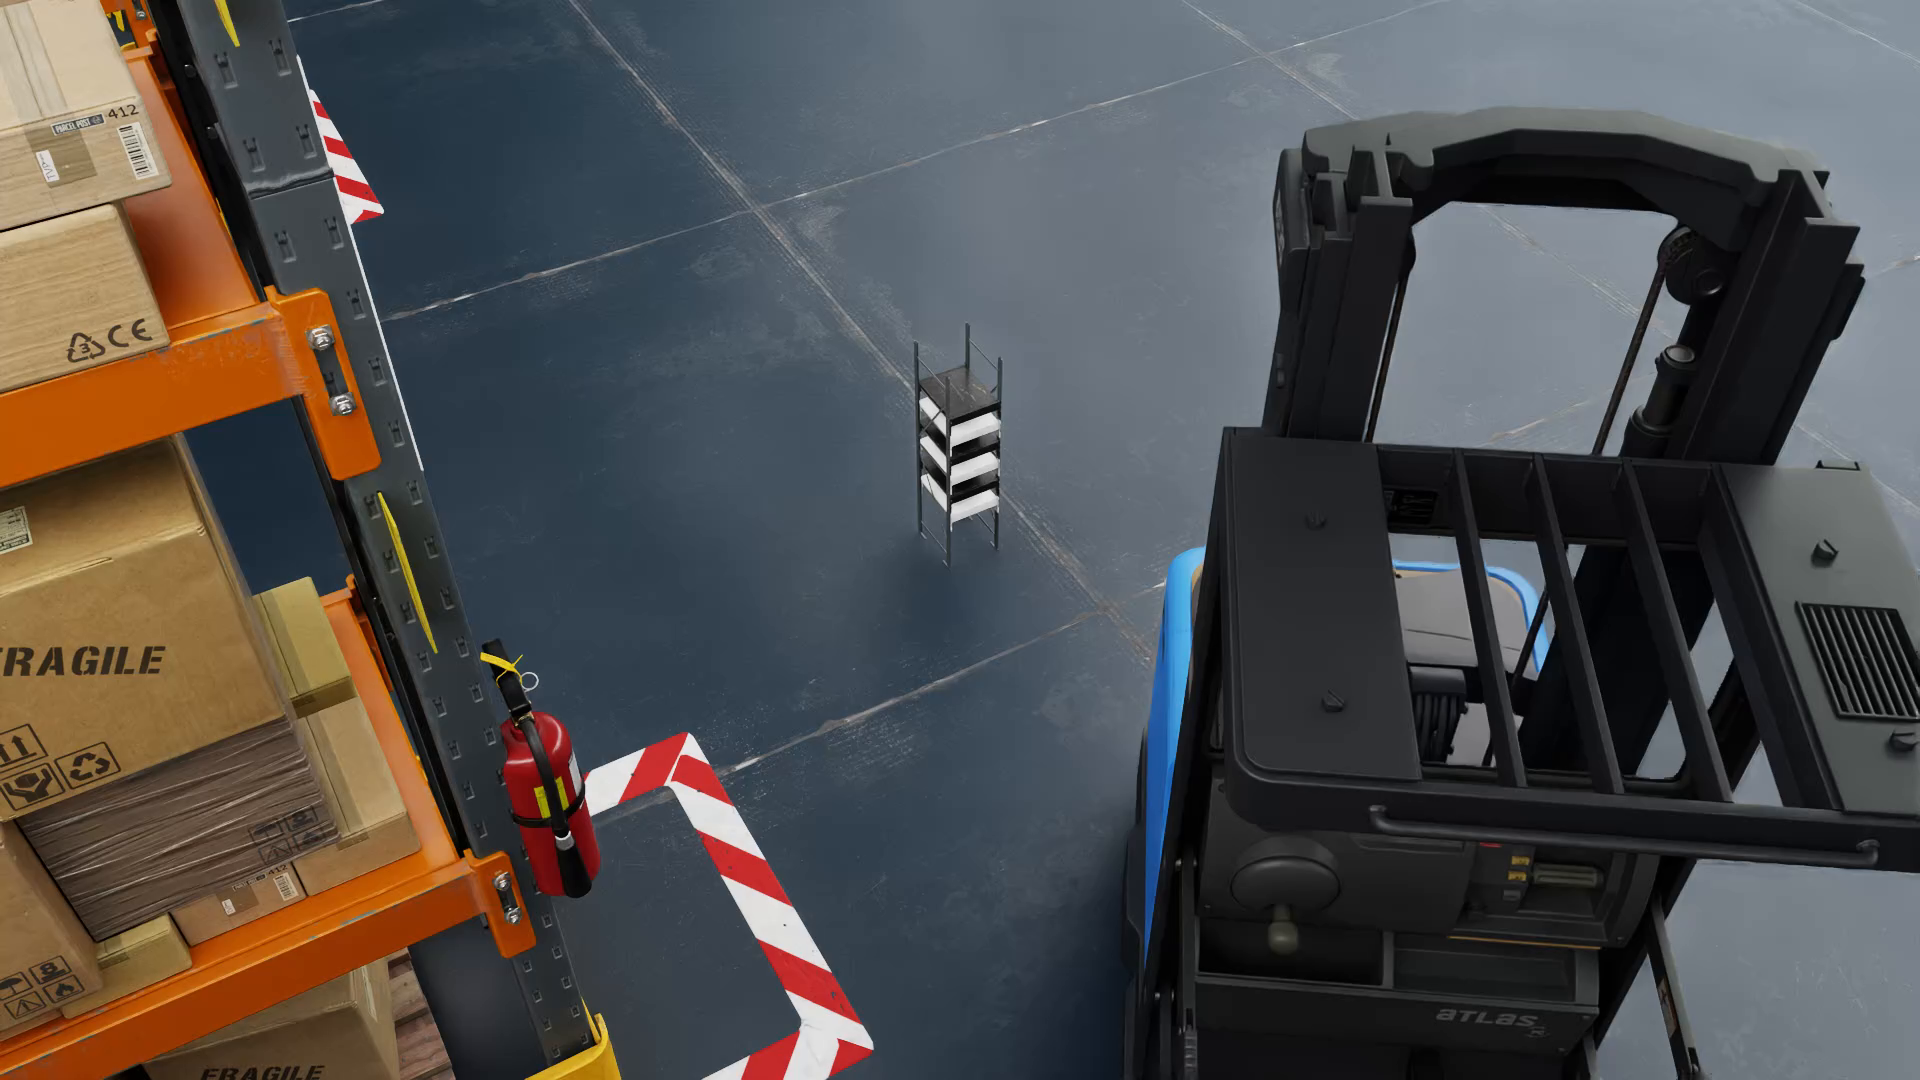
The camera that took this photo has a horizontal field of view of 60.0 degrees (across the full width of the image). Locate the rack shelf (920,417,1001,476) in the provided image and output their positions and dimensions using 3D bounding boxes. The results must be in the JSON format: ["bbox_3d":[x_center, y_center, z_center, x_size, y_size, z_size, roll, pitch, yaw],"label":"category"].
[{"bbox_3d":[-0.007,-0.361,5.894,0.200,0.077,0.258,-22,48,-21],"label":"rack shelf"}]

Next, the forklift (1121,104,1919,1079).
[{"bbox_3d":[0.968,0.784,3.338,1.130,2.935,3.031,4,44,4],"label":"forklift"}]

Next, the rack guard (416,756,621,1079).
[{"bbox_3d":[-1.311,1.173,4.682,0.348,0.500,1.175,-22,48,-21],"label":"rack guard"}]

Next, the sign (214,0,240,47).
[{"bbox_3d":[-0.986,-0.802,2.133,0.005,0.325,0.100,-22,48,-21],"label":"sign"}]

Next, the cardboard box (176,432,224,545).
[{"bbox_3d":[-1.858,-0.226,3.325,0.500,0.500,0.500,-22,48,-21],"label":"cardboard box"}]

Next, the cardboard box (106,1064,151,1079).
[{"bbox_3d":[-2.296,1.431,4.115,0.500,0.500,0.500,-10,45,-10],"label":"cardboard box"}]

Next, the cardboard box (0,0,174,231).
[{"bbox_3d":[-1.331,-0.631,2.414,0.250,0.149,0.380,-22,48,-21],"label":"cardboard box"}]

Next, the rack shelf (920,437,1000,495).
[{"bbox_3d":[-0.007,-0.296,5.957,0.200,0.077,0.258,-22,48,-21],"label":"rack shelf"}]

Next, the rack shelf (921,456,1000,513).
[{"bbox_3d":[-0.007,-0.232,6.020,0.200,0.077,0.258,-22,48,-21],"label":"rack shelf"}]

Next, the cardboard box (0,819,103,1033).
[{"bbox_3d":[-2.110,0.527,3.268,0.500,0.500,0.875,-22,48,-21],"label":"cardboard box"}]

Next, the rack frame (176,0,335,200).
[{"bbox_3d":[-1.245,-1.903,1.750,0.127,3.000,1.000,-22,48,-21],"label":"rack frame"}]

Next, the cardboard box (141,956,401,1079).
[{"bbox_3d":[-1.795,1.203,4.350,0.500,0.500,0.500,-14,46,-14],"label":"cardboard box"}]

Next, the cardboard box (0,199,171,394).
[{"bbox_3d":[-1.537,-0.452,2.516,0.500,0.250,0.500,-21,48,-20],"label":"cardboard box"}]

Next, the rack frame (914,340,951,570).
[{"bbox_3d":[-0.095,-0.285,5.897,0.006,0.900,0.240,-22,48,-21],"label":"rack frame"}]

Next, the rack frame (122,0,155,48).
[{"bbox_3d":[-3.629,-2.781,6.961,0.127,3.000,1.000,-22,48,-21],"label":"rack frame"}]

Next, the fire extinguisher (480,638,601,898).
[{"bbox_3d":[-0.916,0.516,3.620,0.183,0.674,0.296,-22,48,-21],"label":"fire extinguisher"}]

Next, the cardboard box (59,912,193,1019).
[{"bbox_3d":[-1.798,0.768,3.486,0.250,0.149,0.380,-22,48,-21],"label":"cardboard box"}]

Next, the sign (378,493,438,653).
[{"bbox_3d":[-0.986,0.063,2.973,0.005,0.325,0.100,-22,48,-21],"label":"sign"}]

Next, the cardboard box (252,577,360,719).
[{"bbox_3d":[-1.611,0.295,3.973,0.250,0.149,0.380,-22,48,-21],"label":"cardboard box"}]

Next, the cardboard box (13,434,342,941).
[{"bbox_3d":[-1.736,0.281,3.521,0.500,0.500,0.875,-22,48,-21],"label":"cardboard box"}]

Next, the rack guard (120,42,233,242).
[{"bbox_3d":[-3.608,-1.892,7.840,0.348,0.500,1.175,-22,48,-21],"label":"rack guard"}]

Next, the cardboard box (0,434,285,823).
[{"bbox_3d":[-1.599,0.088,3.002,0.500,0.500,0.500,-22,48,-21],"label":"cardboard box"}]

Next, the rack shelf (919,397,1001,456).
[{"bbox_3d":[-0.007,-0.425,5.832,0.200,0.077,0.258,-22,48,-21],"label":"rack shelf"}]

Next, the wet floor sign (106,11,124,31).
[{"bbox_3d":[-4.590,-3.141,9.024,0.232,0.644,0.267,-30,52,-27],"label":"wet floor sign"}]

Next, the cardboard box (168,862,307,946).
[{"bbox_3d":[-1.607,0.650,3.607,0.250,0.149,0.380,-22,48,-21],"label":"cardboard box"}]

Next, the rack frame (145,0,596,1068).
[{"bbox_3d":[-1.245,0.250,3.839,0.127,3.000,1.000,-22,48,-21],"label":"rack frame"}]

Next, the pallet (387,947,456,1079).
[{"bbox_3d":[-2.033,1.537,4.514,1.213,0.211,1.003,-22,48,-21],"label":"pallet"}]

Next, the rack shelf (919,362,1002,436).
[{"bbox_3d":[-0.007,-0.490,5.769,0.200,0.077,0.258,-22,48,-21],"label":"rack shelf"}]

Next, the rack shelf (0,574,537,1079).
[{"bbox_3d":[-2.979,1.202,3.374,4.000,0.370,1.077,-22,48,-21],"label":"rack shelf"}]

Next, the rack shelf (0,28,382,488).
[{"bbox_3d":[-2.979,0.125,2.330,4.000,0.370,1.077,-22,48,-21],"label":"rack shelf"}]

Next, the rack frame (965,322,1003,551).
[{"bbox_3d":[0.081,-0.355,5.970,0.006,0.900,0.240,-22,48,-21],"label":"rack frame"}]

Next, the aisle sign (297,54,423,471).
[{"bbox_3d":[-1.042,-0.524,2.769,0.004,0.787,0.394,-22,48,-21],"label":"aisle sign"}]

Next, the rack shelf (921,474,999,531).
[{"bbox_3d":[-0.007,-0.167,6.082,0.200,0.077,0.258,-22,48,-21],"label":"rack shelf"}]

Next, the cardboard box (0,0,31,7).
[{"bbox_3d":[-1.599,-0.960,2.753,0.250,0.149,0.380,-22,48,-21],"label":"cardboard box"}]

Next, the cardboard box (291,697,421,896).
[{"bbox_3d":[-1.390,0.563,3.696,0.250,0.149,0.380,-22,48,-21],"label":"cardboard box"}]

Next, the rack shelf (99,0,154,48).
[{"bbox_3d":[-5.363,-1.828,6.497,4.000,0.370,1.077,-22,48,-21],"label":"rack shelf"}]

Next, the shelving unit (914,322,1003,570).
[{"bbox_3d":[-0.007,-0.320,5.934,0.210,0.900,0.258,-22,48,-21],"label":"shelving unit"}]

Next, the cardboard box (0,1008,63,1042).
[{"bbox_3d":[-2.022,0.845,3.406,0.250,0.149,0.380,-22,48,-21],"label":"cardboard box"}]
